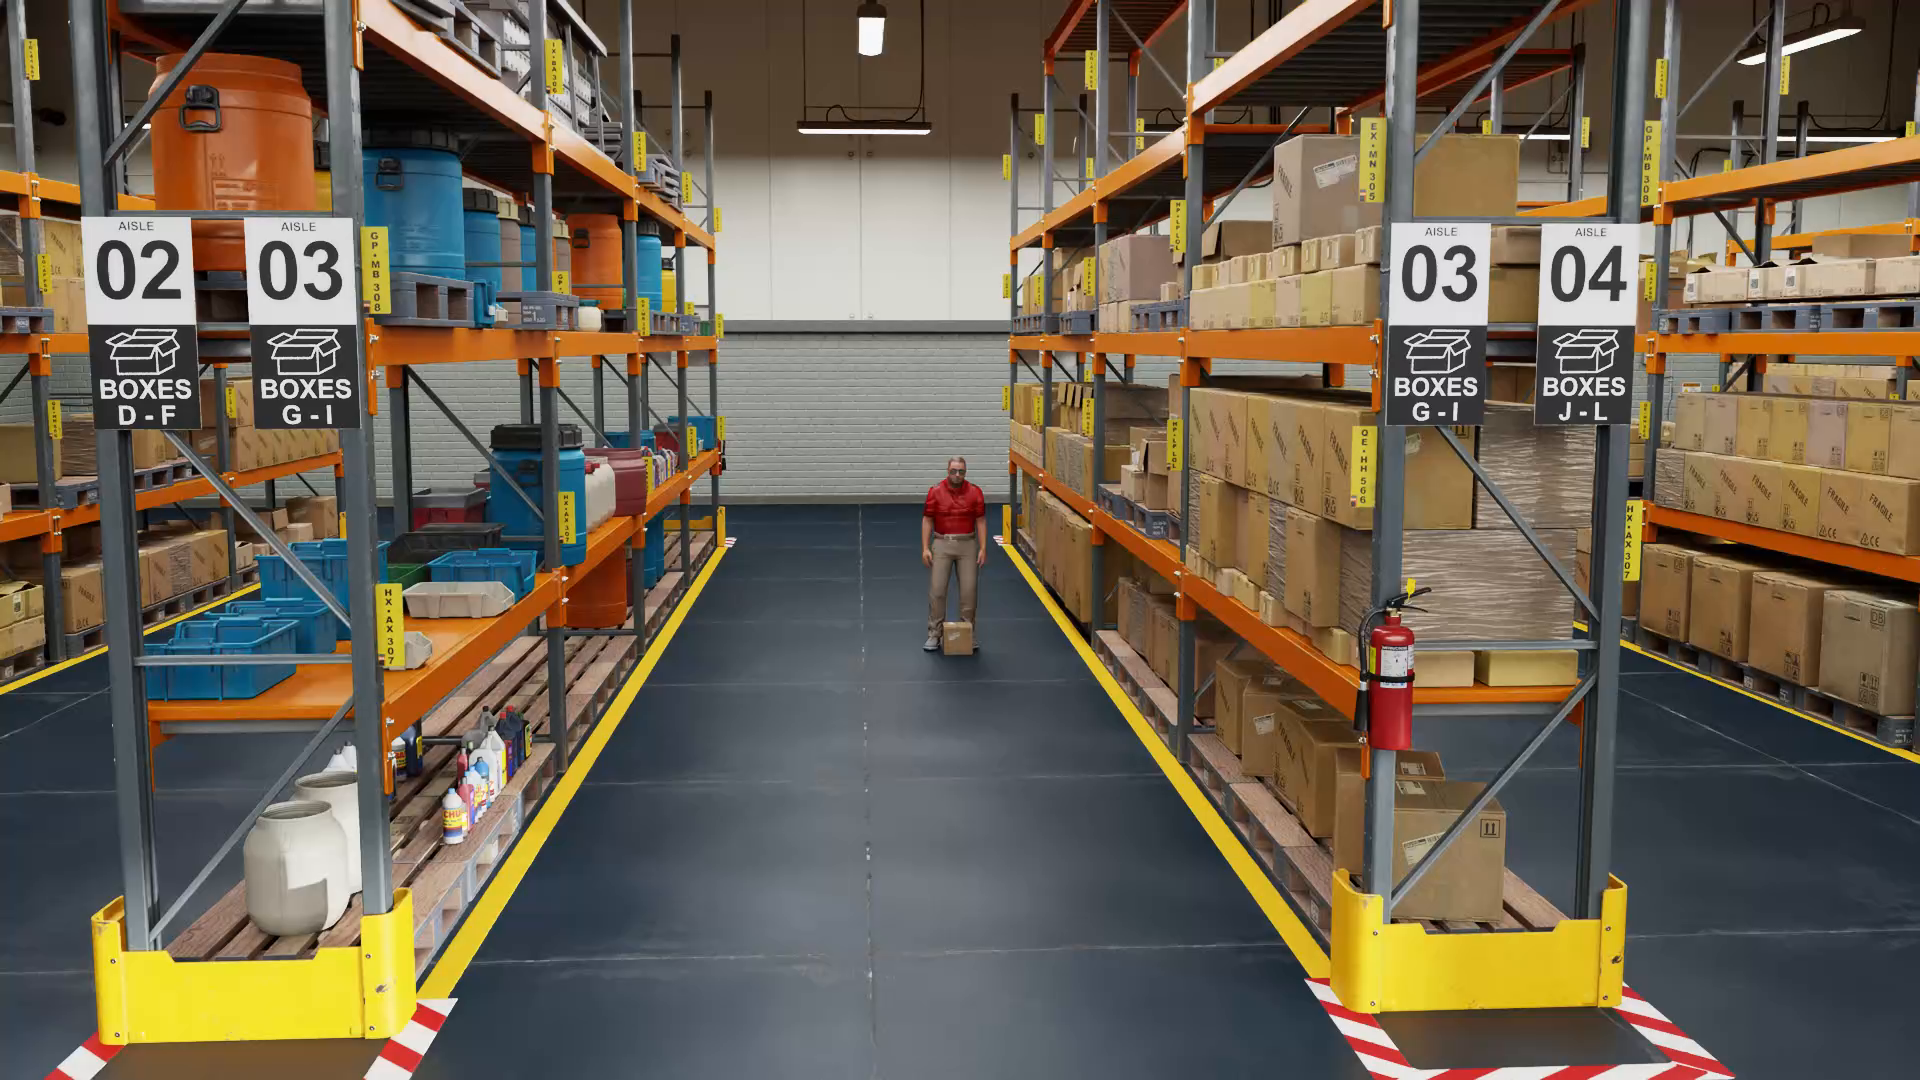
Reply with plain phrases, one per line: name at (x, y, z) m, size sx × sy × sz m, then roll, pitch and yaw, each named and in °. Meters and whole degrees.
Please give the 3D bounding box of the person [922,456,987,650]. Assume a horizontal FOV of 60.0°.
person at (-0.049, 0.108, 14.893) m, size 0.586 × 1.727 × 0.393 m, roll 0°, pitch 7°, yaw -3°
